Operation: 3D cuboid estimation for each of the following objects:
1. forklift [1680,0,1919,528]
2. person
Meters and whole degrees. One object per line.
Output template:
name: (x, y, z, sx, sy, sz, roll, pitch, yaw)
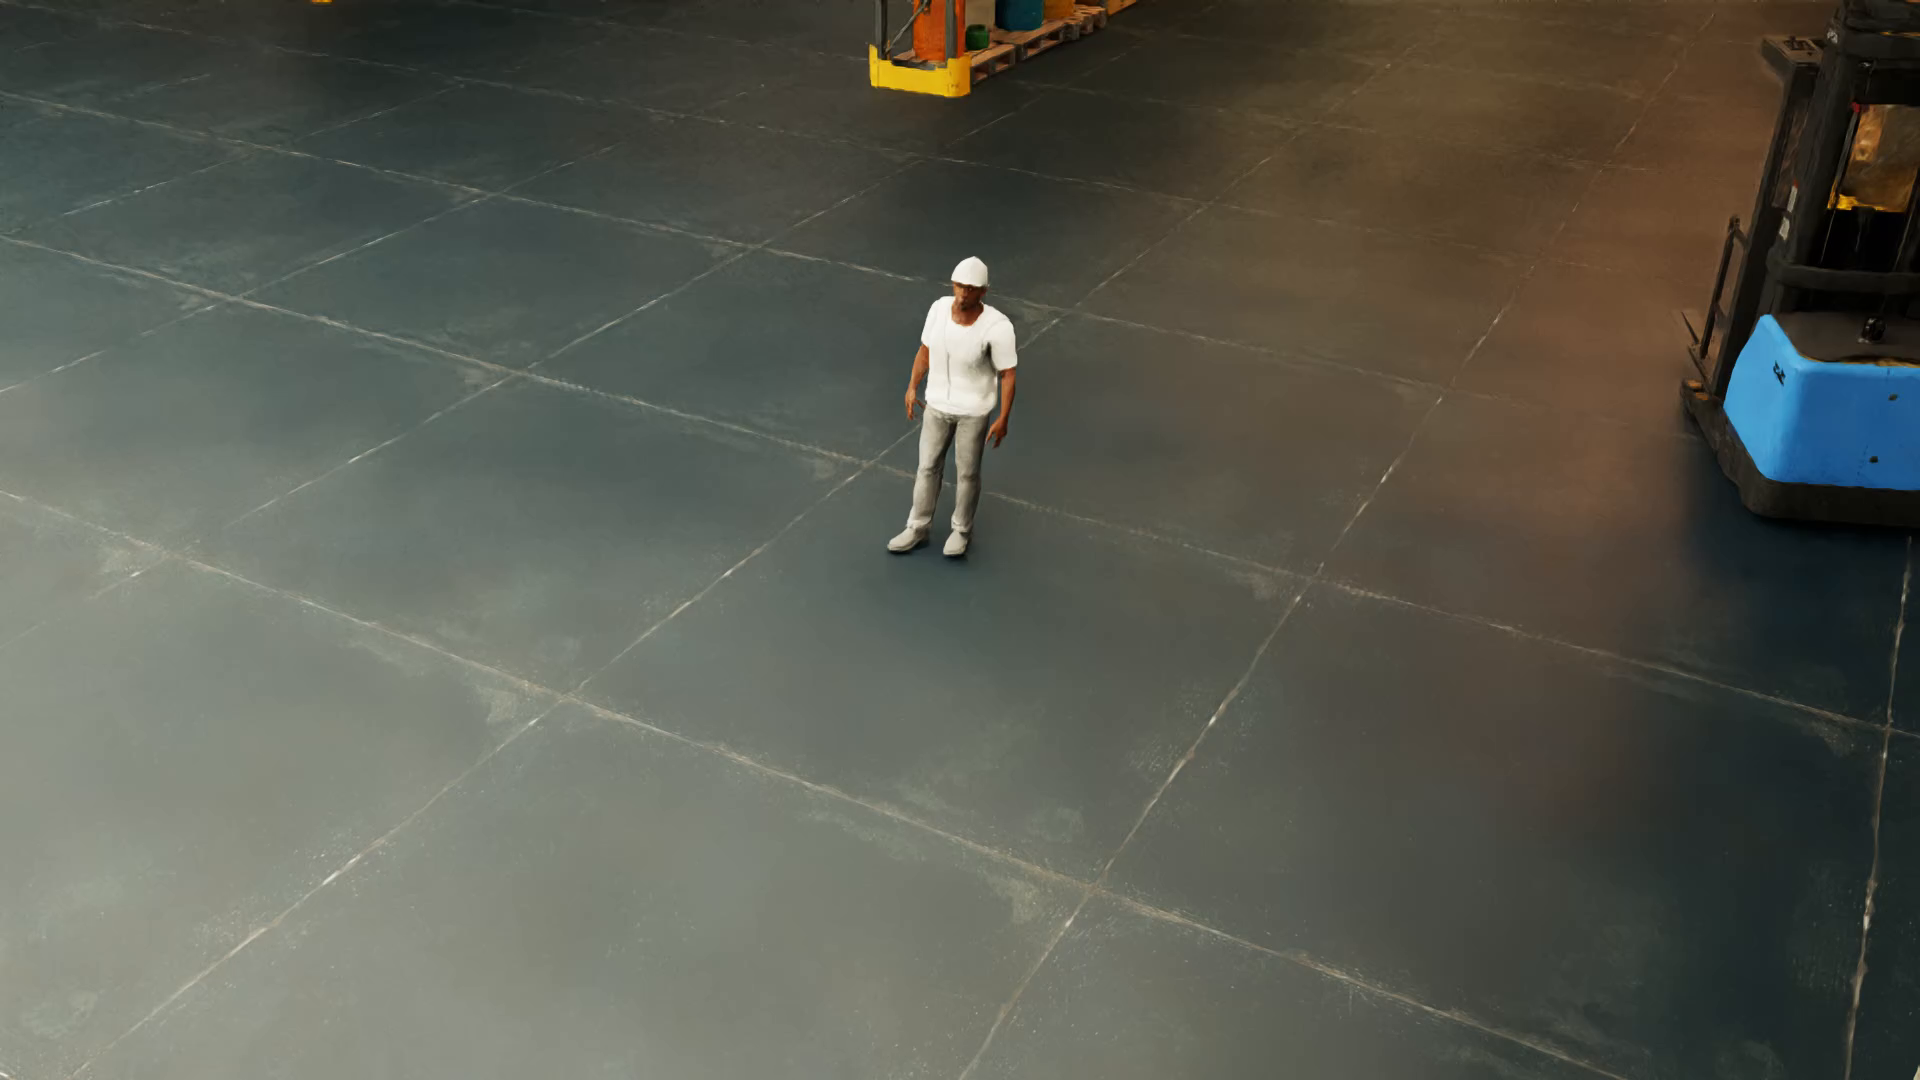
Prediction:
forklift: (5.574, -2.058, 10.637, 1.130, 2.935, 3.031, 4, 30, 8)
person: (-0.039, -0.742, 9.507, 0.665, 1.766, 0.576, 15, 33, 25)
